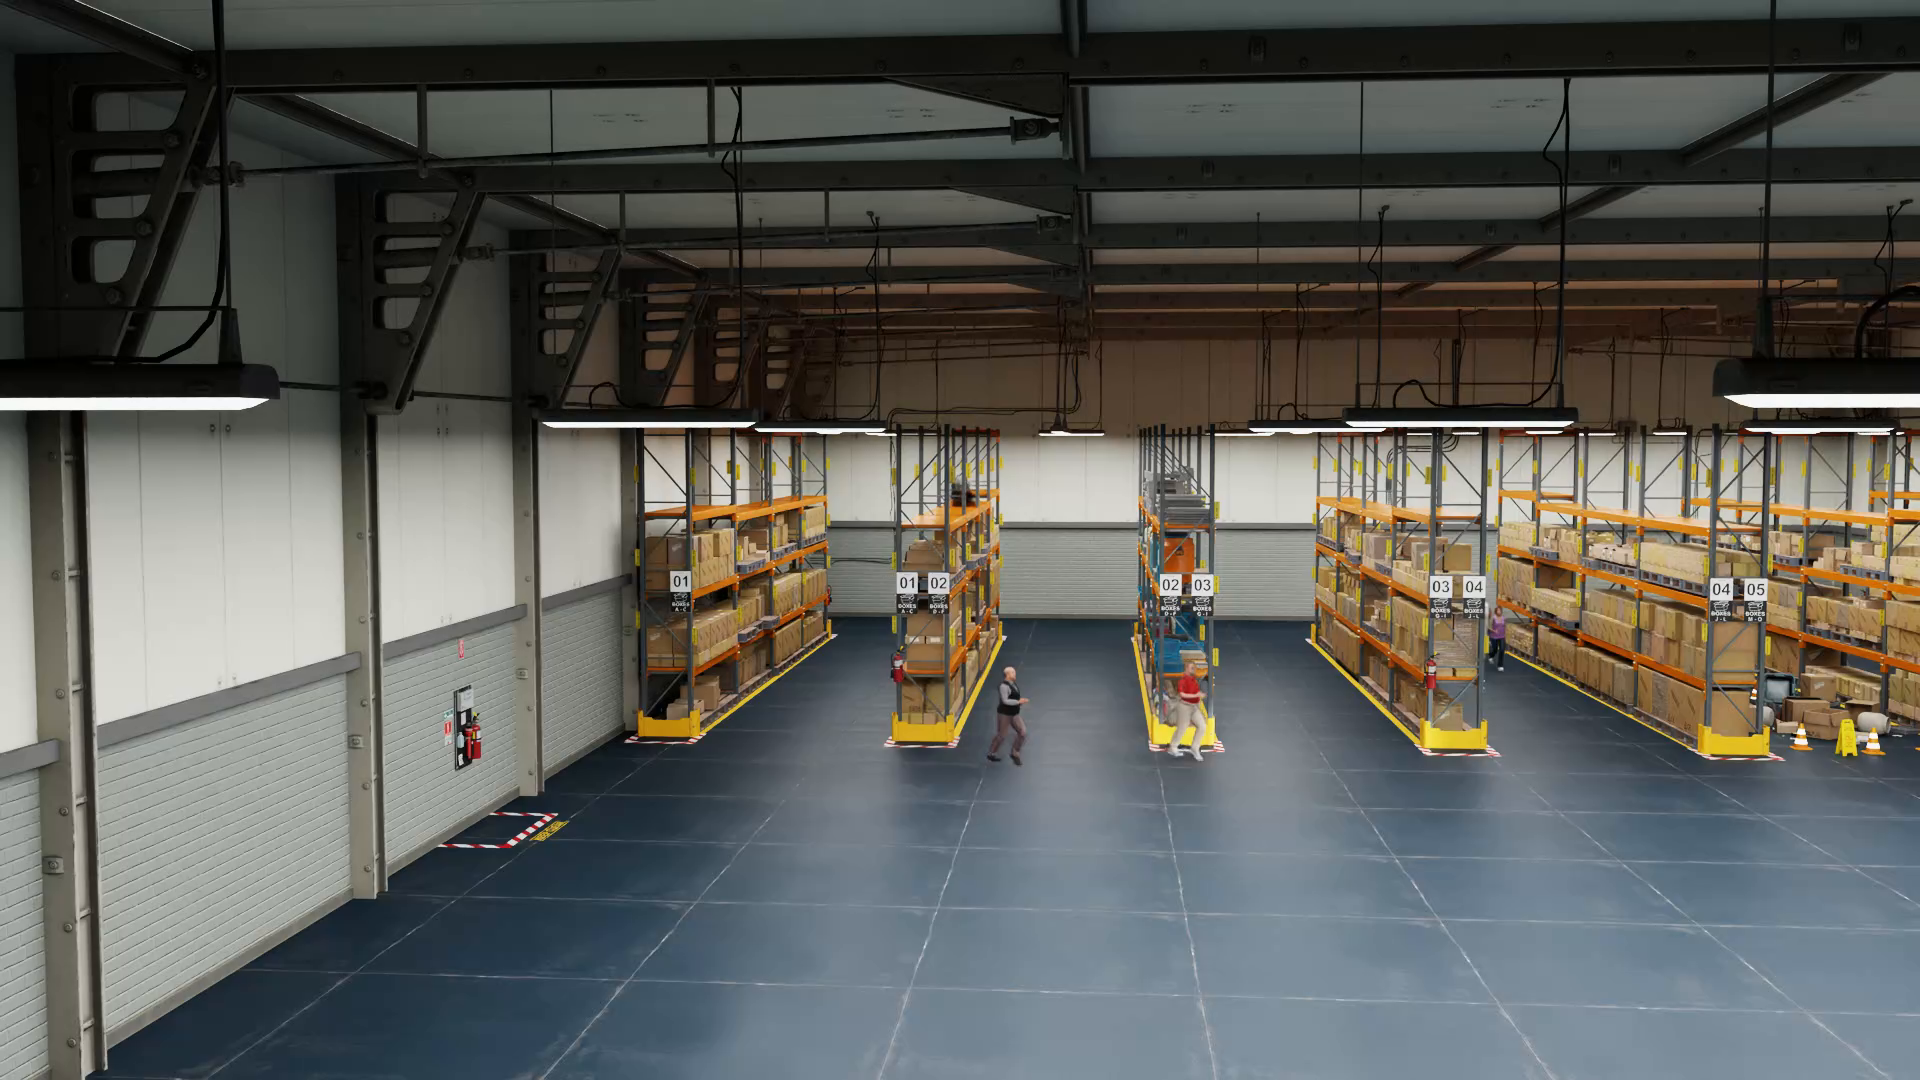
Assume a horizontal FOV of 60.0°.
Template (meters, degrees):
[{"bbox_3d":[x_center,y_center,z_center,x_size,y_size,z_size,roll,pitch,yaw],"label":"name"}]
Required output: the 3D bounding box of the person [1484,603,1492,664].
[{"bbox_3d":[13.237,2.223,42.390,0.685,1.765,0.984,0,3,6],"label":"person"}]

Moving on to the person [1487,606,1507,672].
[{"bbox_3d":[13.281,2.430,41.066,0.538,1.591,0.839,0,3,-1],"label":"person"}]

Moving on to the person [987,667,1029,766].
[{"bbox_3d":[0.859,3.097,29.103,0.827,1.771,0.620,2,4,31],"label":"person"}]

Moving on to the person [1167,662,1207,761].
[{"bbox_3d":[4.088,3.070,29.660,0.756,1.778,0.659,3,5,41],"label":"person"}]
